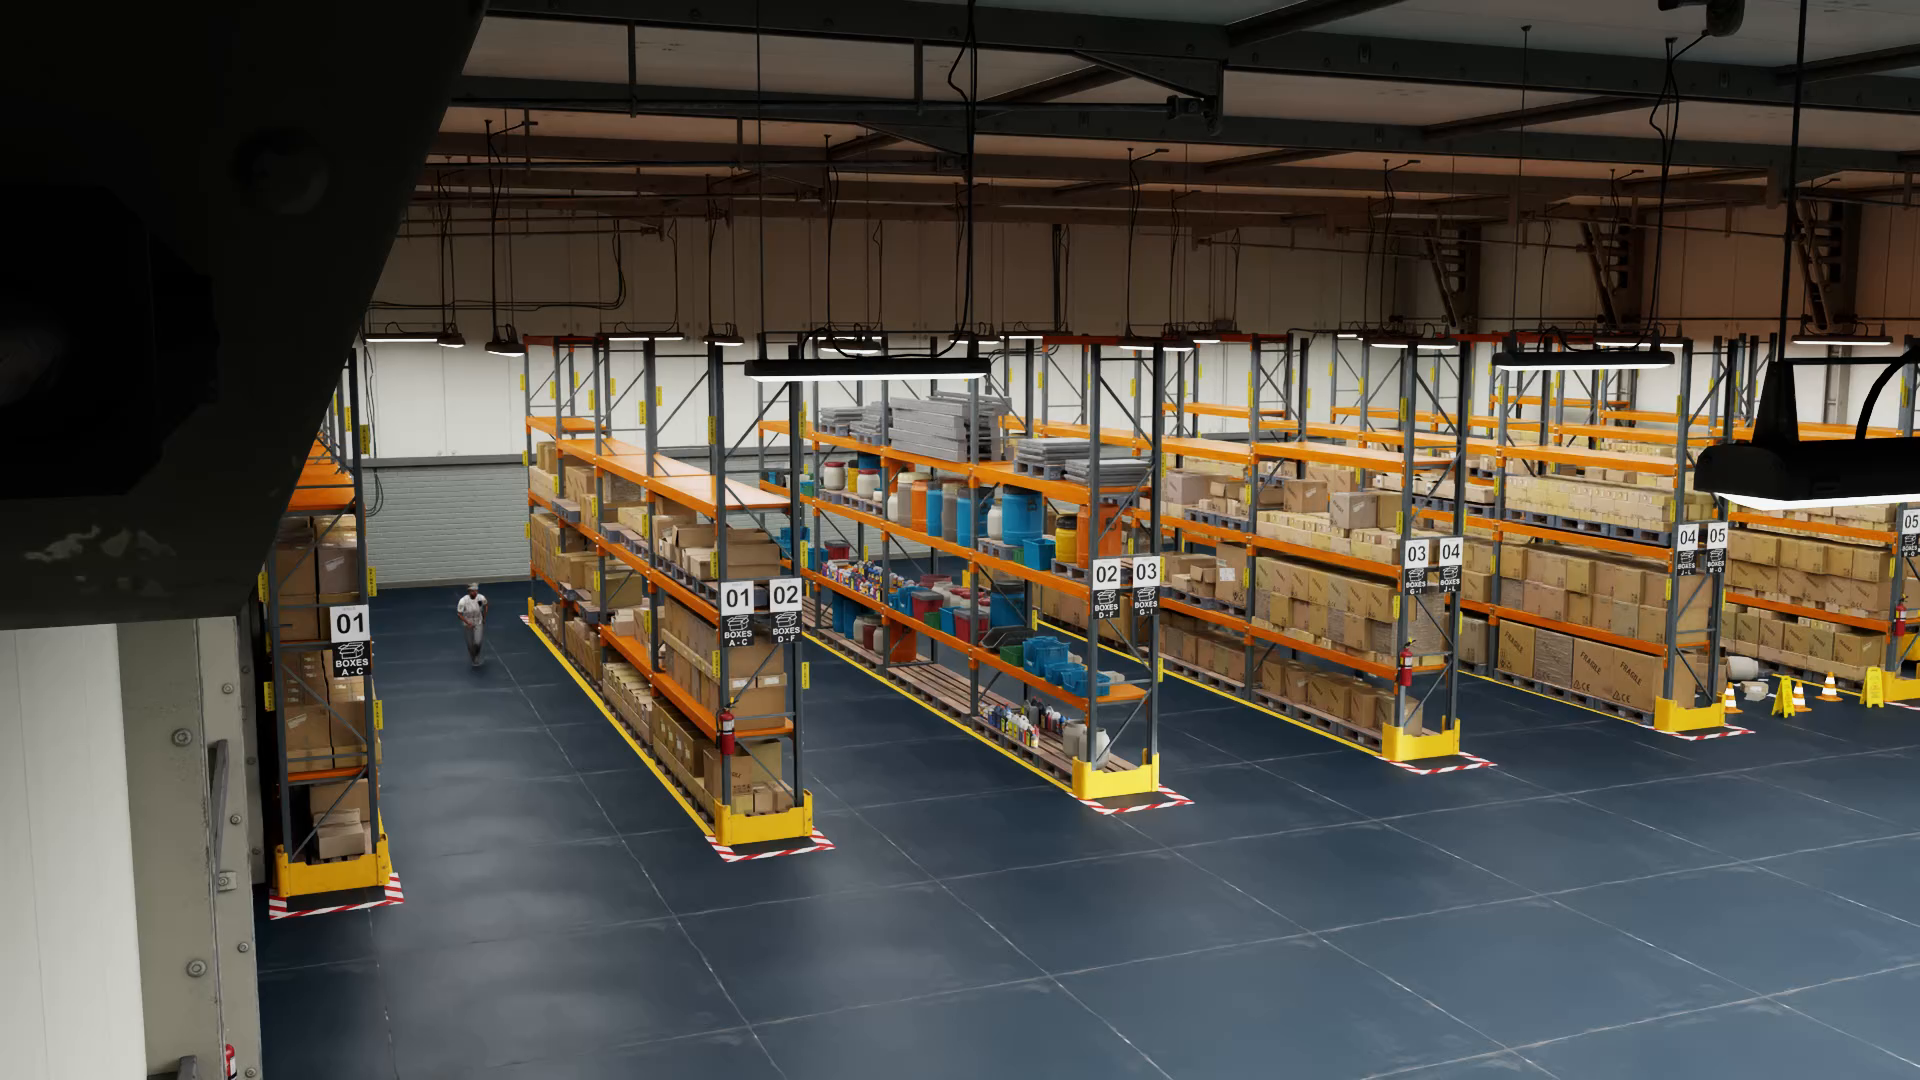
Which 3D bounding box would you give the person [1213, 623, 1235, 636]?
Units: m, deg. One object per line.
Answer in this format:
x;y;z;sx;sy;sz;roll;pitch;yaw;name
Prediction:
5.270;1.188;32.498;0.439;1.608;1.038;-5;9;-32;person

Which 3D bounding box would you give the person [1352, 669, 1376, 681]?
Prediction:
7.029;1.691;29.038;0.463;1.596;0.471;-3;8;-19;person

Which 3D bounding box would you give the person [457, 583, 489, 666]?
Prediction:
-8.839;1.529;30.225;0.548;1.602;0.737;-2;8;-13;person
